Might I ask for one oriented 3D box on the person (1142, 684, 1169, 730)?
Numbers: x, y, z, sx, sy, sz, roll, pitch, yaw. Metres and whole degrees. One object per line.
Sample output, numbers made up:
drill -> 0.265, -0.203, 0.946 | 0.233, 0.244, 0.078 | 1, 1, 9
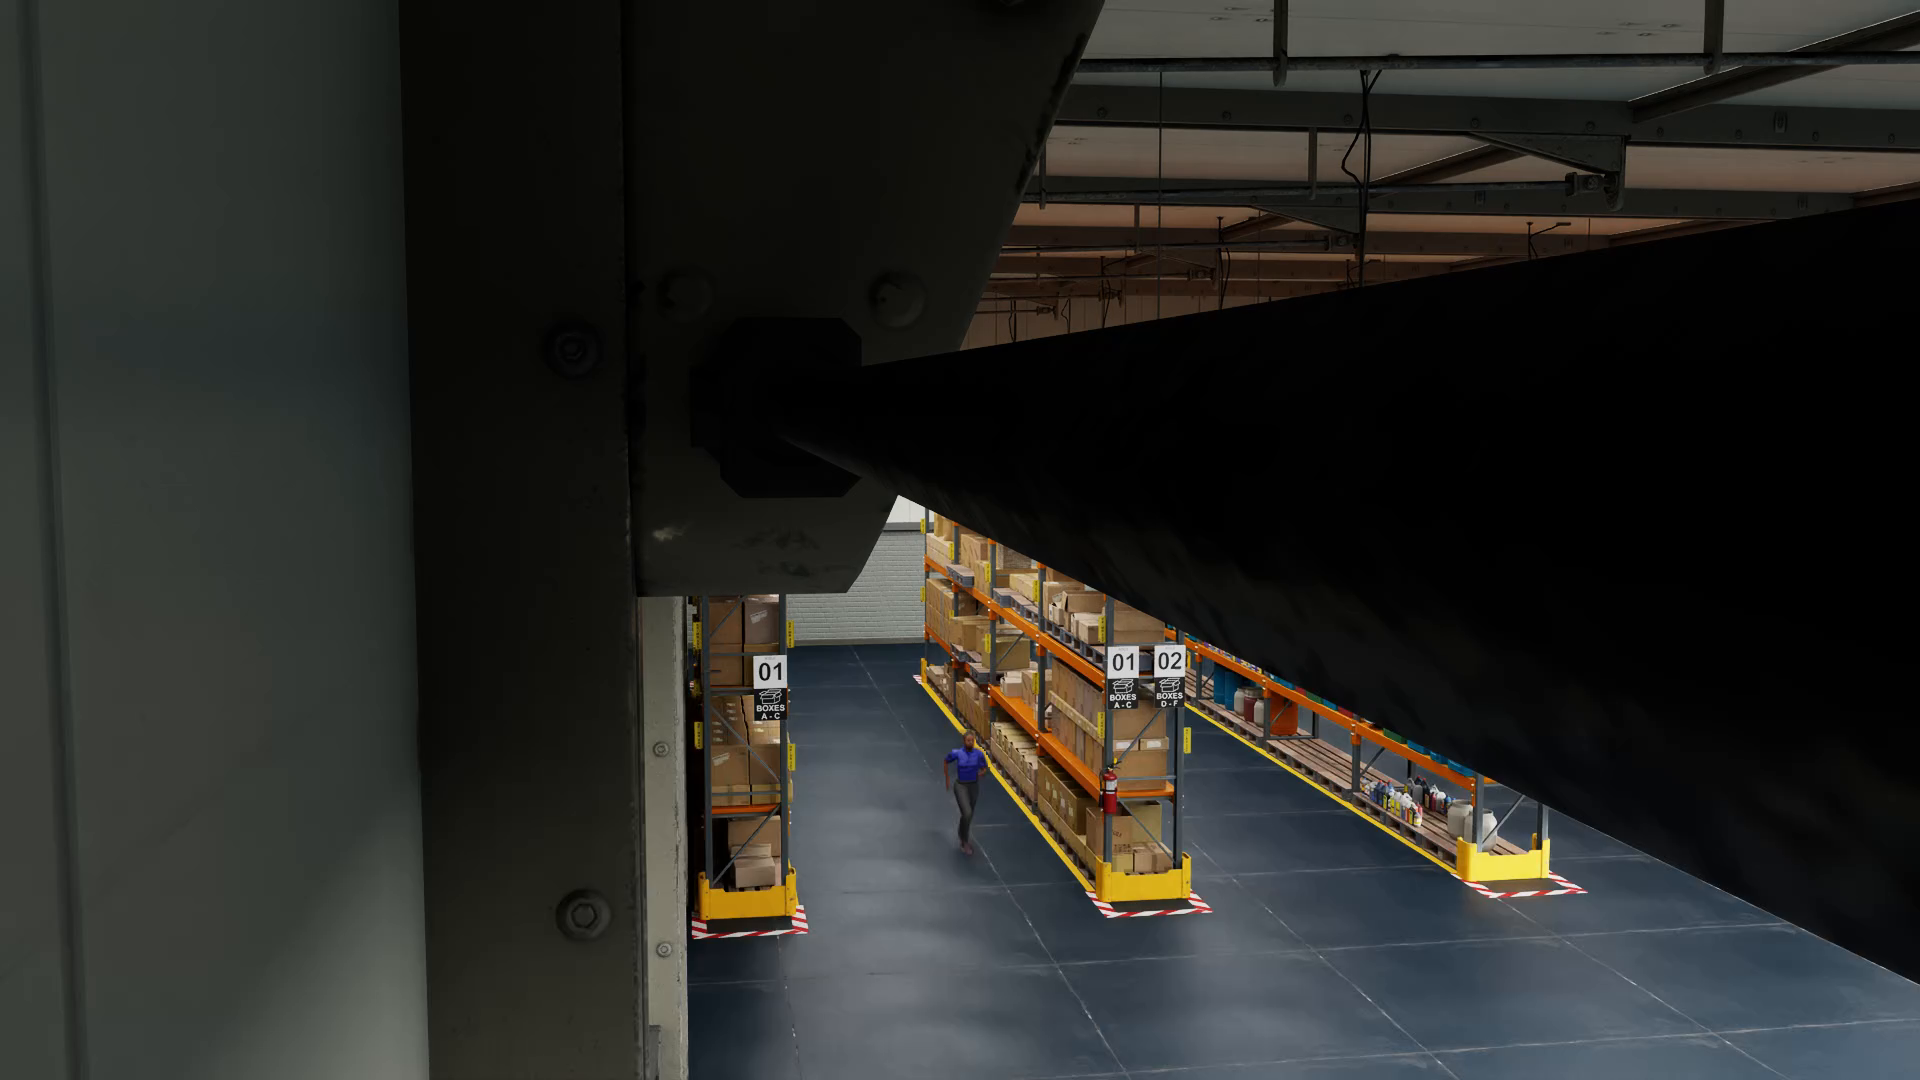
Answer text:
person -> 3.440, 2.887, 28.970 | 0.691, 1.774, 0.879 | -1, 5, -16

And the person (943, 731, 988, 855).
person -> 0.100, 3.487, 23.020 | 0.537, 1.712, 0.807 | -2, 5, -23
